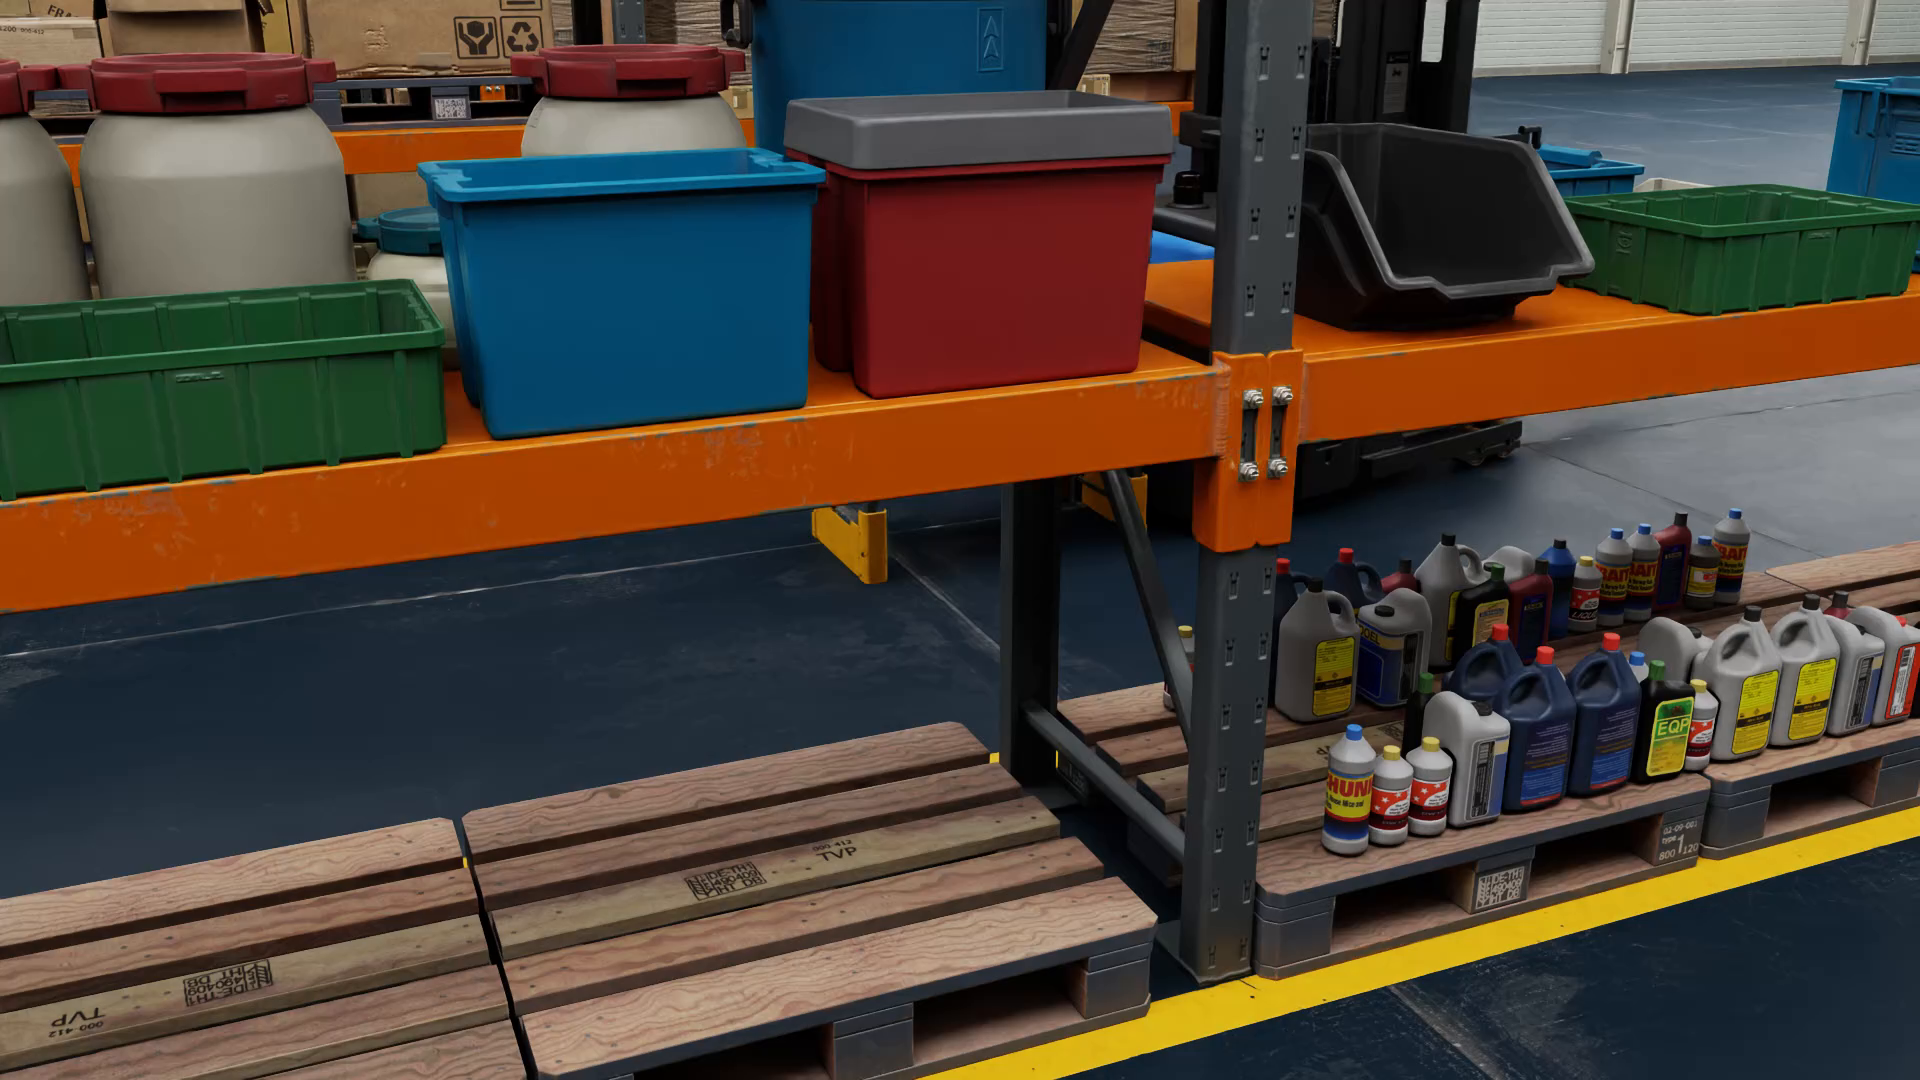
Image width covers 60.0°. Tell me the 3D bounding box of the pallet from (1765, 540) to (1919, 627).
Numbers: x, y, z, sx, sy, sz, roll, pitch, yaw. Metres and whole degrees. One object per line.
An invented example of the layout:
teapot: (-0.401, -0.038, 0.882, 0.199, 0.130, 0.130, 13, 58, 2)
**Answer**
pallet: (3.224, 0.263, 4.957, 1.213, 0.211, 1.003, -8, 21, -22)

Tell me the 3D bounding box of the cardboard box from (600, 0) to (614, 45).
cardboard box: (-2.653, -3.894, 12.339, 0.550, 0.550, 0.875, -8, 21, -22)

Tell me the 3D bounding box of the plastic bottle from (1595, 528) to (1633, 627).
plastic bottle: (1.829, 0.099, 4.669, 0.097, 0.271, 0.097, 0, 19, 0)

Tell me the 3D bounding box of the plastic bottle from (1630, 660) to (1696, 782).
plastic bottle: (1.597, 0.405, 3.784, 0.133, 0.283, 0.061, -7, 21, -20)

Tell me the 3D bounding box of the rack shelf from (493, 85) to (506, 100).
rack shelf: (-1.647, -3.616, 12.857, 4.000, 0.370, 1.077, -8, 21, -22)

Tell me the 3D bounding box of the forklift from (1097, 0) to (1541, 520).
forklift: (1.740, -1.812, 6.755, 3.031, 2.935, 1.130, -14, 24, -35)

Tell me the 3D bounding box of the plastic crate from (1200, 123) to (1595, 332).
plastic crate: (0.882, -0.656, 3.463, 0.504, 0.338, 0.767, -8, 21, -22)

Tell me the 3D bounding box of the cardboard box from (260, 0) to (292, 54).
cardboard box: (-4.784, -3.456, 11.170, 0.500, 0.500, 0.500, -8, 21, -21)

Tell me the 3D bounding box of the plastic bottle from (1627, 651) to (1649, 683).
plastic bottle: (1.550, 0.389, 3.848, 0.097, 0.271, 0.097, 0, 19, 0)

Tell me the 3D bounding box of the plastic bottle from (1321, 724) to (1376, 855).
plastic bottle: (0.817, 0.516, 3.487, 0.097, 0.271, 0.097, 0, 19, 0)

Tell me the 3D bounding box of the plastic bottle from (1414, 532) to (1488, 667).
plastic bottle: (1.300, 0.146, 4.417, 0.185, 0.351, 0.144, -8, 21, -22)

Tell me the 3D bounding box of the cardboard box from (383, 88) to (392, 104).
cardboard box: (-6.931, -5.565, 20.819, 0.500, 0.250, 0.500, -8, 21, -21)

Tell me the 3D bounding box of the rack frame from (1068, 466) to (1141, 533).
rack frame: (0.532, -0.782, 5.986, 0.032, 1.500, 0.500, -8, 21, -22)

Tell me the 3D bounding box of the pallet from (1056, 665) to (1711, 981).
pallet: (0.984, 0.584, 4.045, 1.213, 0.211, 1.003, -8, 21, -22)

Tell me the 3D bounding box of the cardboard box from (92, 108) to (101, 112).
cardboard box: (-10.004, -5.419, 19.840, 0.625, 0.625, 0.875, -7, 21, -20)

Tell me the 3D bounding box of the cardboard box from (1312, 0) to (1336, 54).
cardboard box: (1.546, -2.816, 8.904, 0.500, 0.500, 0.875, -8, 21, -22)

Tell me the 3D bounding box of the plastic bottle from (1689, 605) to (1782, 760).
plastic bottle: (1.820, 0.326, 3.906, 0.185, 0.351, 0.144, -8, 21, -22)

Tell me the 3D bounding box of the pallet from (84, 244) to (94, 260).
pallet: (-6.402, -1.931, 11.189, 1.213, 0.211, 1.003, -8, 21, -22)

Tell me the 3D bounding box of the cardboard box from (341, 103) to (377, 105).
cardboard box: (-6.017, -4.077, 16.409, 0.625, 0.372, 0.950, -8, 21, -21)

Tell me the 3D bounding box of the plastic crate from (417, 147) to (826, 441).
plastic crate: (-0.539, -0.408, 2.689, 0.575, 0.384, 0.392, -8, 21, -22)

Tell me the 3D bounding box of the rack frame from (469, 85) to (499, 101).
rack frame: (-3.483, -3.692, 11.991, 0.127, 3.000, 1.000, -8, 21, -22)

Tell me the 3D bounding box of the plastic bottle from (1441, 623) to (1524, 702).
plastic bottle: (1.199, 0.363, 3.801, 0.185, 0.351, 0.144, -8, 21, -22)

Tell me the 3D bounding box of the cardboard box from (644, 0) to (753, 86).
cardboard box: (-1.174, -2.394, 7.706, 0.500, 0.500, 0.875, -8, 21, -22)

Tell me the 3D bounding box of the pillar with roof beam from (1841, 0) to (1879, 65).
pillar with roof beam: (18.912, -12.085, 26.795, 0.400, 9.000, 9.100, -8, 21, -22)

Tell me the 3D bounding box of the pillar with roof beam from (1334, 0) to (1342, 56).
pillar with roof beam: (7.894, -10.506, 22.311, 0.400, 9.000, 9.100, -8, 21, -22)

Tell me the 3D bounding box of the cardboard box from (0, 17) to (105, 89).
cardboard box: (-3.654, -1.917, 6.545, 0.500, 0.250, 0.500, -9, 21, -23)

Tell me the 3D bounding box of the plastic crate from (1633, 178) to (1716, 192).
plastic crate: (1.741, -0.822, 4.237, 0.437, 0.136, 0.530, -8, 21, -22)

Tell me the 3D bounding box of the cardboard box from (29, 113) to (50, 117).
cardboard box: (-8.687, -3.692, 15.315, 0.625, 0.372, 0.950, -10, 22, -26)

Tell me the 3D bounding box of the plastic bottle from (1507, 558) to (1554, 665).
plastic bottle: (1.494, 0.190, 4.393, 0.133, 0.283, 0.061, -8, 21, -22)

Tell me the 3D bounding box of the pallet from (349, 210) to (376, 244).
pallet: (-4.162, -2.252, 12.100, 1.213, 0.211, 1.003, -8, 21, -22)

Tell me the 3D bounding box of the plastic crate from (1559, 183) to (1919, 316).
plastic crate: (1.709, -0.648, 3.665, 0.662, 0.188, 0.450, -8, 21, -22)

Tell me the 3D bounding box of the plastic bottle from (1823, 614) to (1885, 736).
plastic bottle: (2.141, 0.314, 4.053, 0.135, 0.276, 0.152, -9, 21, -23)

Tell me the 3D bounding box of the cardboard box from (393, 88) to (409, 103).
cardboard box: (-4.804, -3.827, 14.999, 0.500, 0.500, 0.500, -8, 21, -22)

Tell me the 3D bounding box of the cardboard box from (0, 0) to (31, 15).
cardboard box: (-6.171, -3.257, 10.606, 0.500, 0.500, 0.500, -8, 21, -22)

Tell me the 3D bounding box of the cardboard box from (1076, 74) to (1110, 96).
cardboard box: (0.546, -2.244, 8.257, 0.250, 0.149, 0.380, -8, 21, -22)

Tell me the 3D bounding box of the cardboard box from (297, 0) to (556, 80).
cardboard box: (-2.396, -2.585, 7.312, 1.000, 1.000, 1.000, -8, 21, -22)

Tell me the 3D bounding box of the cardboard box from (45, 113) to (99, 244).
cardboard box: (-5.760, -2.471, 11.279, 0.750, 0.750, 1.050, -8, 21, -21)

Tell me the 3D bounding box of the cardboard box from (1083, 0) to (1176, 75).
cardboard box: (0.658, -2.661, 8.464, 0.500, 0.500, 0.875, -8, 21, -22)

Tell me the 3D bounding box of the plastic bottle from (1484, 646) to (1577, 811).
plastic bottle: (1.256, 0.407, 3.677, 0.185, 0.351, 0.144, -8, 21, -20)

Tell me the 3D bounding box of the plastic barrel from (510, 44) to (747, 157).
plastic barrel: (-0.615, -0.661, 3.177, 0.433, 0.535, 0.433, 0, 19, 0)

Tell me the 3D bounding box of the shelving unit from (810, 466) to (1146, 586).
shelving unit: (0.058, -0.714, 5.790, 1.083, 1.500, 0.587, -8, 21, -22)

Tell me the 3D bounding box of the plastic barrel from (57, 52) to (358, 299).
plastic barrel: (-1.289, -0.564, 2.903, 0.433, 0.535, 0.433, 0, 19, 0)

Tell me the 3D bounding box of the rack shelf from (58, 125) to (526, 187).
rack shelf: (-3.448, -1.564, 7.029, 4.000, 0.370, 1.077, -8, 21, -22)

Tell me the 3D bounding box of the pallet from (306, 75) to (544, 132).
pallet: (-2.371, -2.019, 7.529, 1.213, 0.211, 1.003, -8, 21, -22)

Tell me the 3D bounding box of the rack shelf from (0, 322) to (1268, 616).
rack shelf: (-1.486, -0.053, 2.740, 4.000, 0.370, 1.077, -8, 21, -22)

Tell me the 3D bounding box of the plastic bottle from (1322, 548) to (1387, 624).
plastic bottle: (1.004, 0.188, 4.296, 0.185, 0.351, 0.144, -9, 21, -25)

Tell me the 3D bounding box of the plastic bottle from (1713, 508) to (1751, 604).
plastic bottle: (2.235, 0.041, 4.835, 0.097, 0.271, 0.097, 0, 19, 0)

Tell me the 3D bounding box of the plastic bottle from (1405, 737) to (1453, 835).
plastic bottle: (1.003, 0.522, 3.575, 0.097, 0.201, 0.097, 0, 19, 0)

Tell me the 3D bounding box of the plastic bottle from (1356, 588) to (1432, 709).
plastic bottle: (1.086, 0.266, 4.190, 0.135, 0.276, 0.152, -8, 21, -22)

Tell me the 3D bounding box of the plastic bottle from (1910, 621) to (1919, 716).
plastic bottle: (2.411, 0.288, 4.115, 0.133, 0.283, 0.061, -8, 21, -21)

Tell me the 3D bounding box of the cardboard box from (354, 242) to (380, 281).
cardboard box: (-2.629, -1.063, 7.627, 0.500, 0.500, 0.700, -8, 21, -22)

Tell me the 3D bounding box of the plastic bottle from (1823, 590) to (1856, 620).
plastic bottle: (2.226, 0.260, 4.196, 0.133, 0.283, 0.061, -8, 21, -22)

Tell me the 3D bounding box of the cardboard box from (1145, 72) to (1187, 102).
cardboard box: (0.961, -2.344, 8.540, 0.250, 0.149, 0.380, -8, 21, -22)

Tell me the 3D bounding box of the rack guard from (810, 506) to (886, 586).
rack guard: (-0.399, -0.058, 5.810, 0.087, 0.250, 0.587, -8, 21, -22)

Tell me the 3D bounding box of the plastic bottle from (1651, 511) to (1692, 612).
plastic bottle: (2.020, 0.060, 4.764, 0.133, 0.283, 0.061, -8, 21, -21)

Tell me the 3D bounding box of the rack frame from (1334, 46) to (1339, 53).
rack frame: (2.061, -2.692, 9.152, 0.127, 3.000, 1.000, -8, 21, -22)

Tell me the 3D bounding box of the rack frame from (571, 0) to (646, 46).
rack frame: (-1.611, -2.166, 7.657, 0.127, 3.000, 1.000, -8, 21, -22)

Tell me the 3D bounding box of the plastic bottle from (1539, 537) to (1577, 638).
plastic bottle: (1.642, 0.126, 4.593, 0.097, 0.271, 0.097, 0, 19, 0)
